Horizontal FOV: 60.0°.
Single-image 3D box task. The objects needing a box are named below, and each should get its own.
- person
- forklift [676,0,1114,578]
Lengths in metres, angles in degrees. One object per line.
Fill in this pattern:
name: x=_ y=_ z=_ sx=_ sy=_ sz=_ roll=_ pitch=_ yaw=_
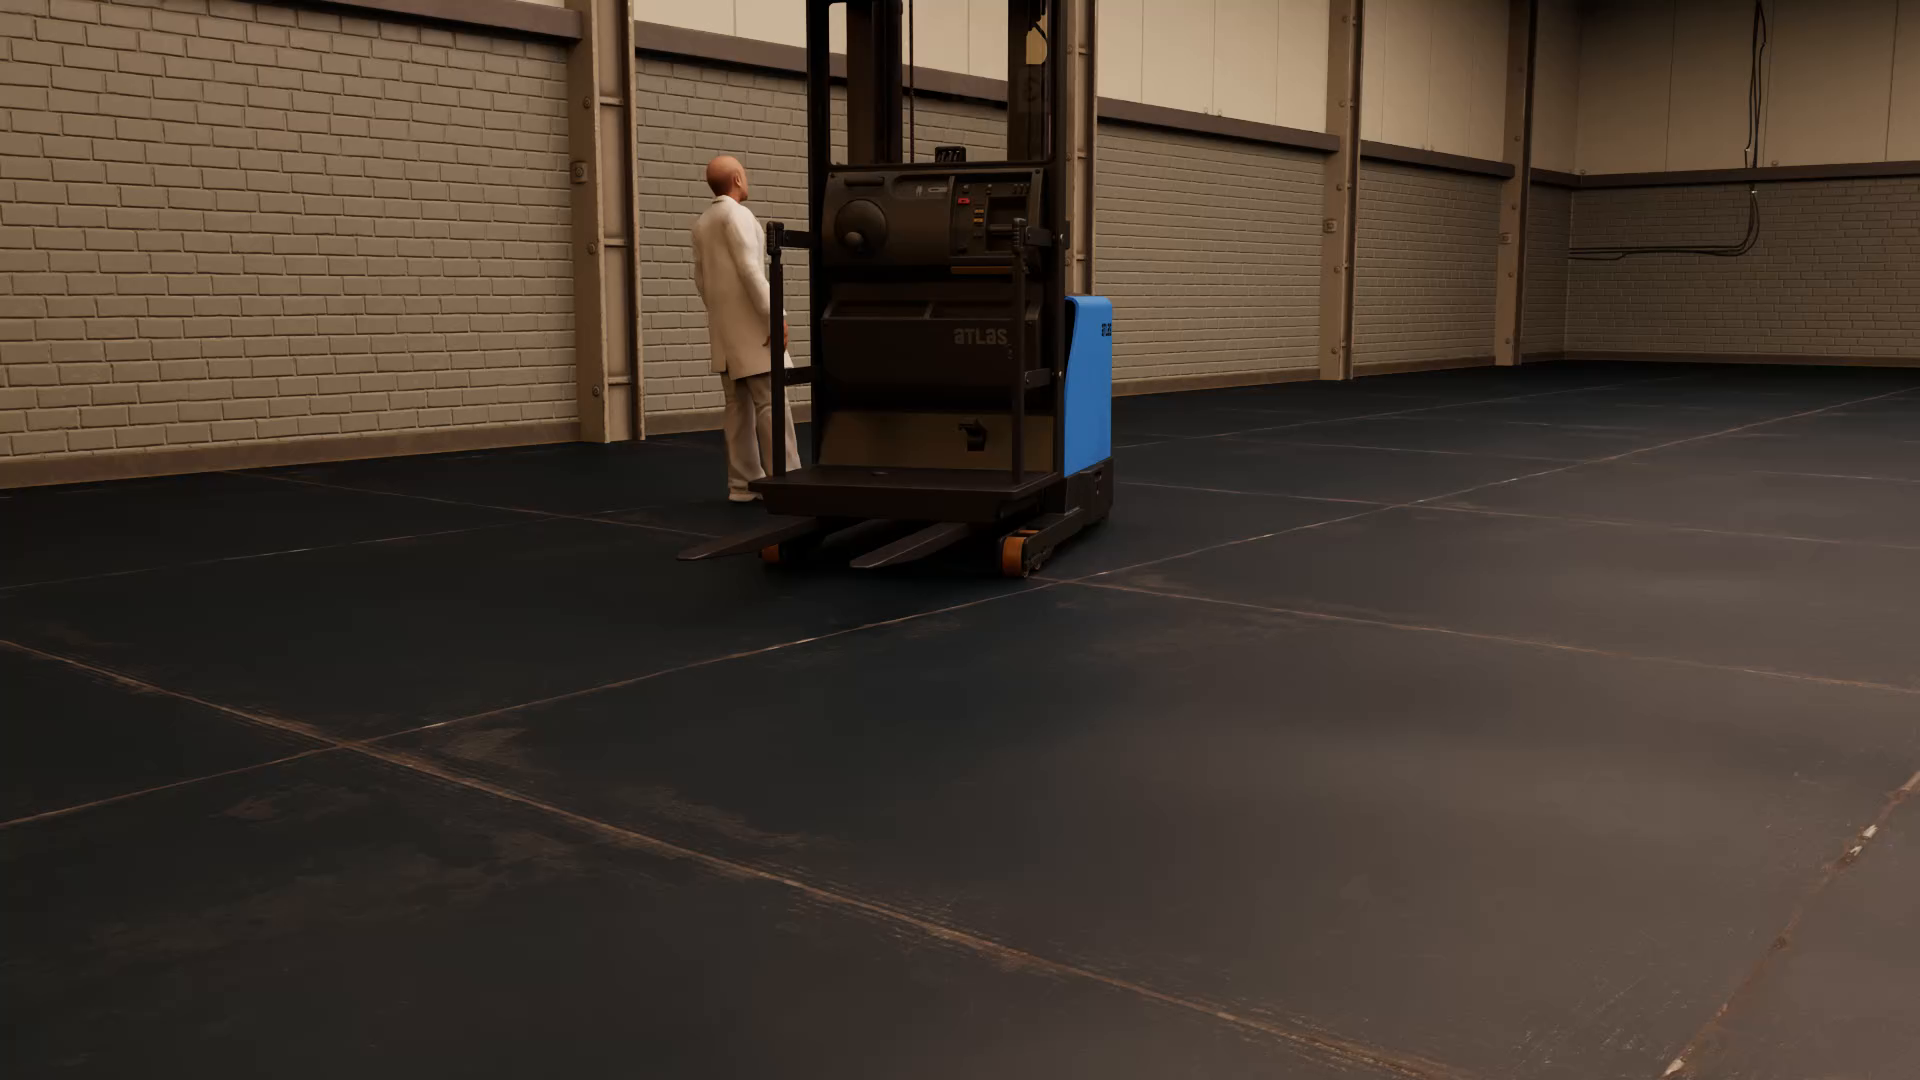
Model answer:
person: x=-1.044 y=-1.090 z=8.662 sx=0.581 sy=1.776 sz=0.694 roll=-6 pitch=10 yaw=-35
forklift: x=-0.176 y=-1.366 z=6.616 sx=1.130 sy=2.935 sz=3.031 roll=3 pitch=9 yaw=17
